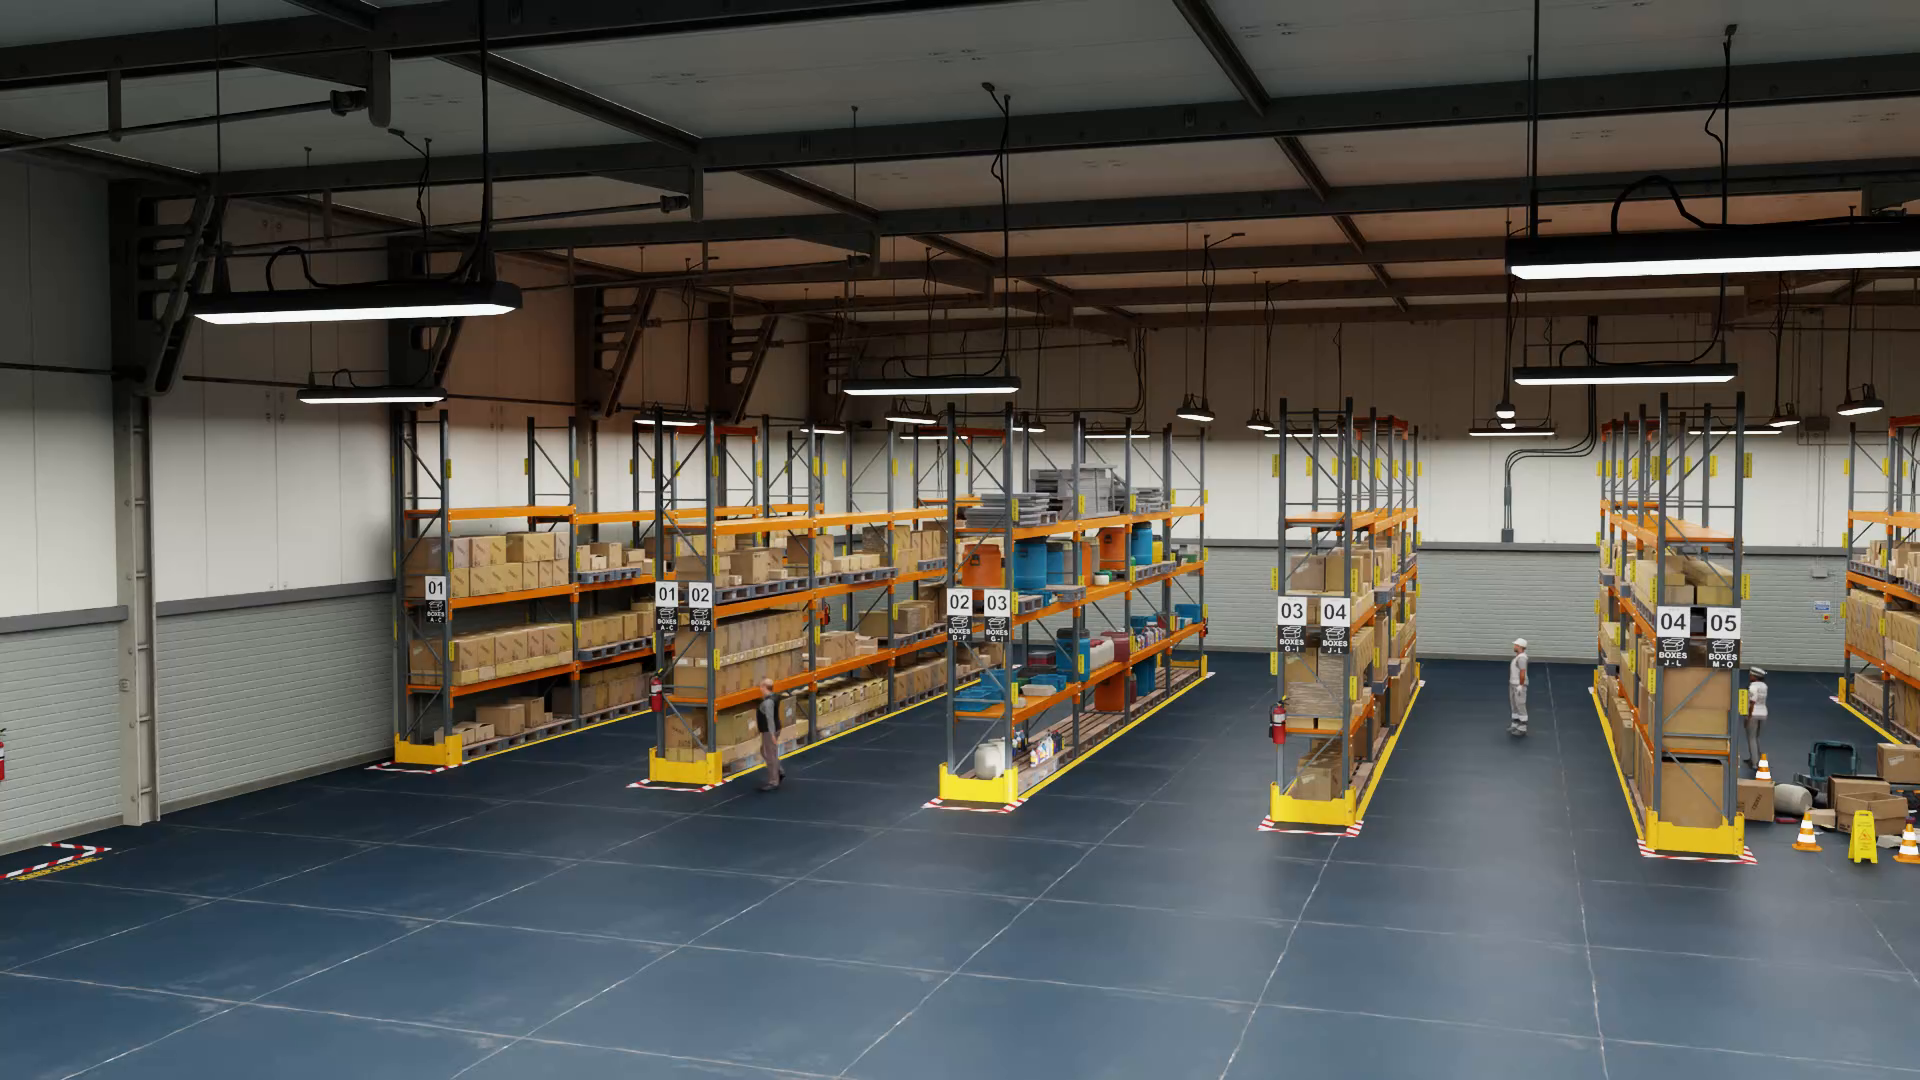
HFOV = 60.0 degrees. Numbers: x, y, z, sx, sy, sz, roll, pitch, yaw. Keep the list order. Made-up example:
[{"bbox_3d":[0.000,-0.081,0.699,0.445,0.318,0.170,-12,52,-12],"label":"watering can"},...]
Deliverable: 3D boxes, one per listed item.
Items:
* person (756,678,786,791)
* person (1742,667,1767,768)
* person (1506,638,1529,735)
[{"bbox_3d":[-2.944,3.013,25.966,0.477,1.727,0.605,0,2,-10],"label":"person"},{"bbox_3d":[13.361,2.972,28.018,0.472,1.678,0.574,-1,3,-15],"label":"person"},{"bbox_3d":[10.535,2.752,31.387,0.401,1.797,0.591,0,2,-3],"label":"person"}]
